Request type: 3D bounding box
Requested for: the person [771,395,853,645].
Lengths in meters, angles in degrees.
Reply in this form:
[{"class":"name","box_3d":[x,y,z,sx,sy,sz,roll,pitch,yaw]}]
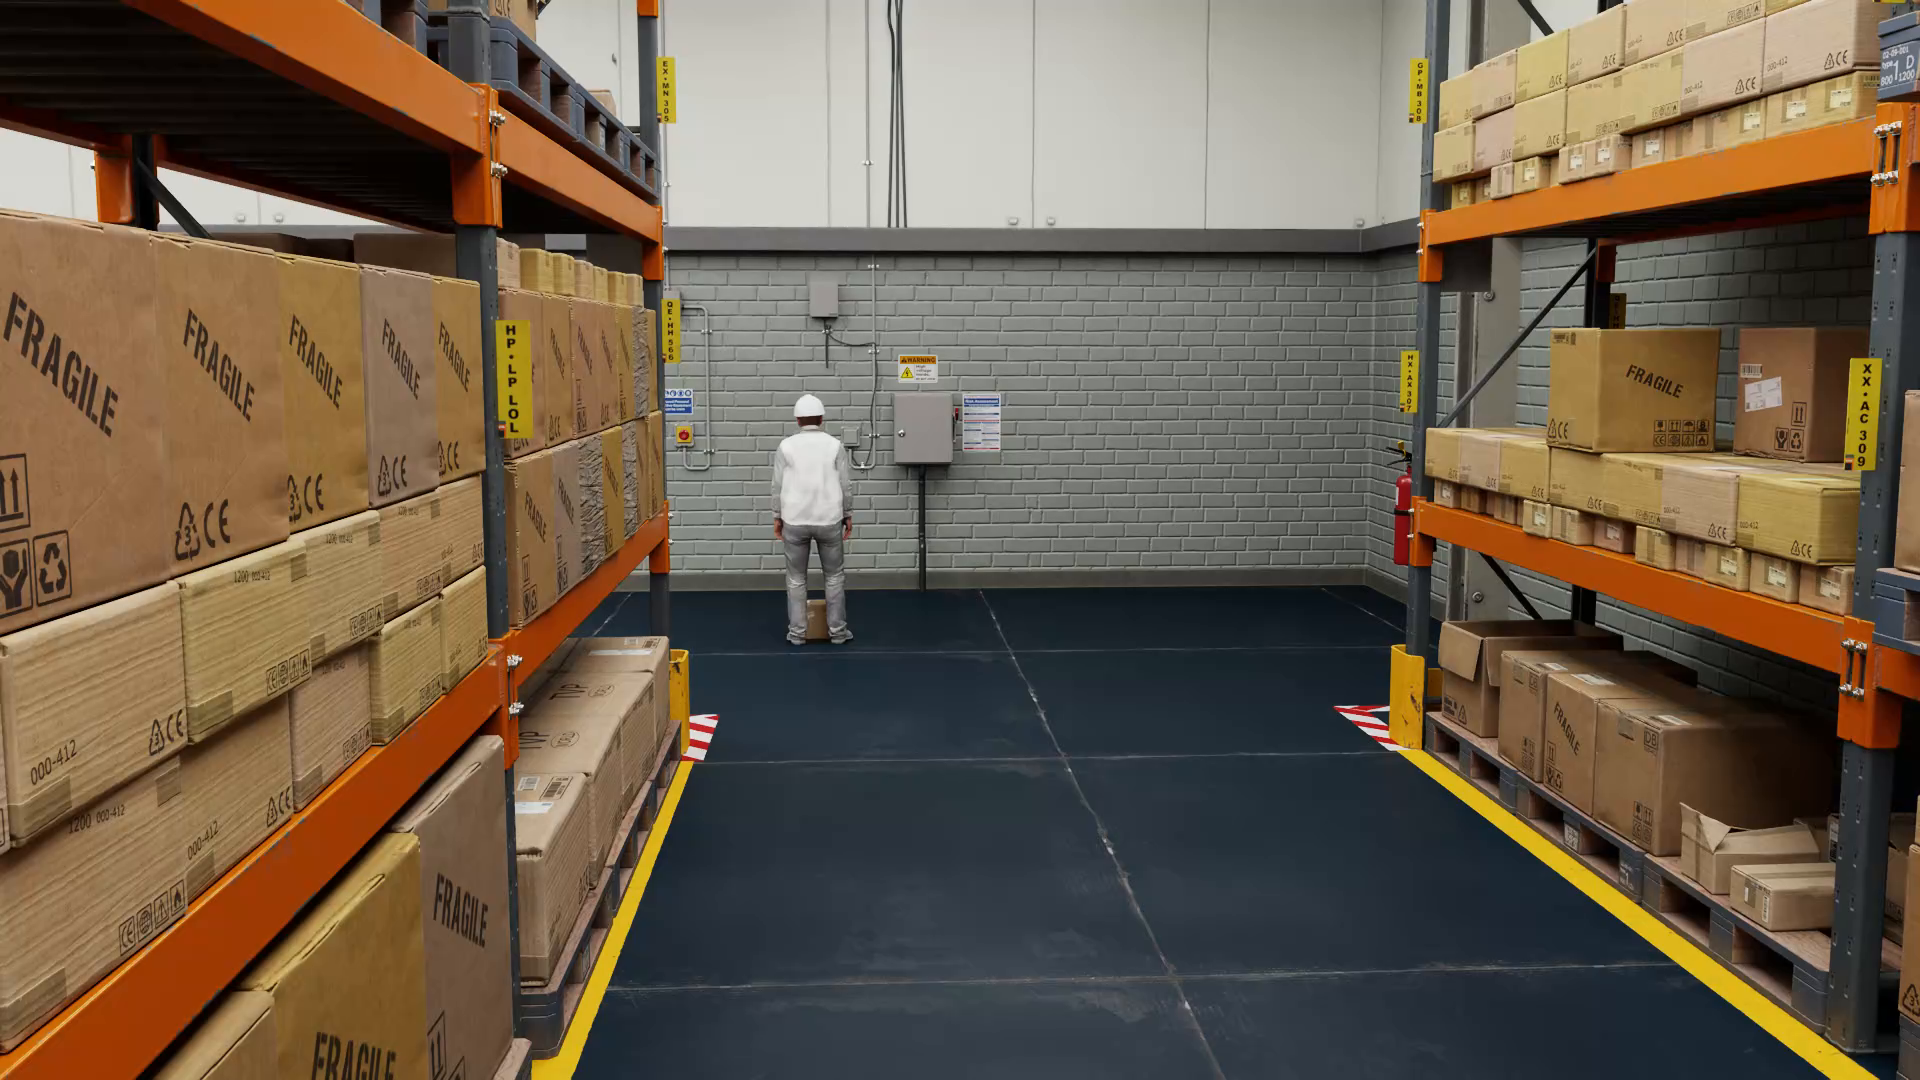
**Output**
[{"class":"person","box_3d":[-1.049,-0.145,11.847,0.580,1.772,0.462,0,7,-4]}]
